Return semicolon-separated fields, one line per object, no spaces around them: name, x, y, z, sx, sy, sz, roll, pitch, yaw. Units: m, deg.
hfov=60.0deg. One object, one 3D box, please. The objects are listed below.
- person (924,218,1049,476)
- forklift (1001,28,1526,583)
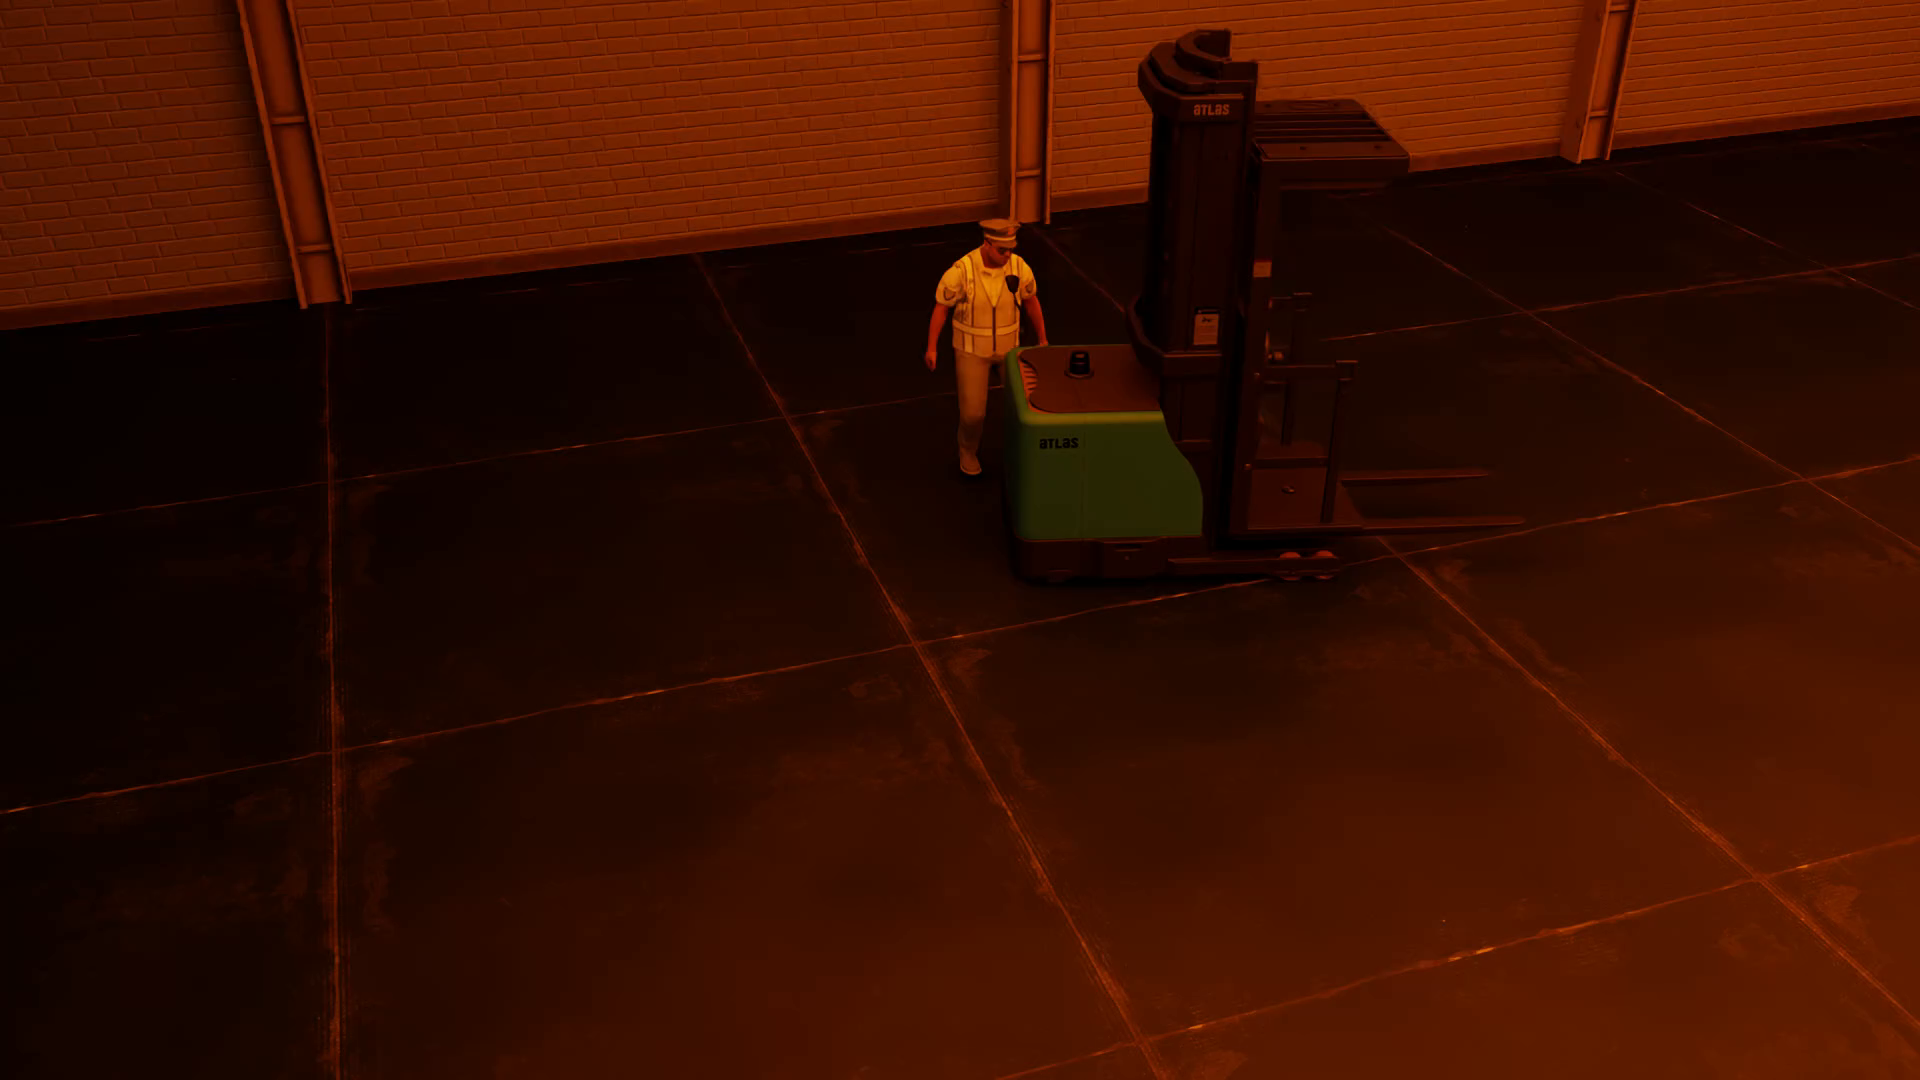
person;0.215;-1.206;10.401;0.861;1.717;0.423;-8;31;-13
forklift;1.792;-1.297;9.342;3.031;2.935;1.130;-2;30;-3
